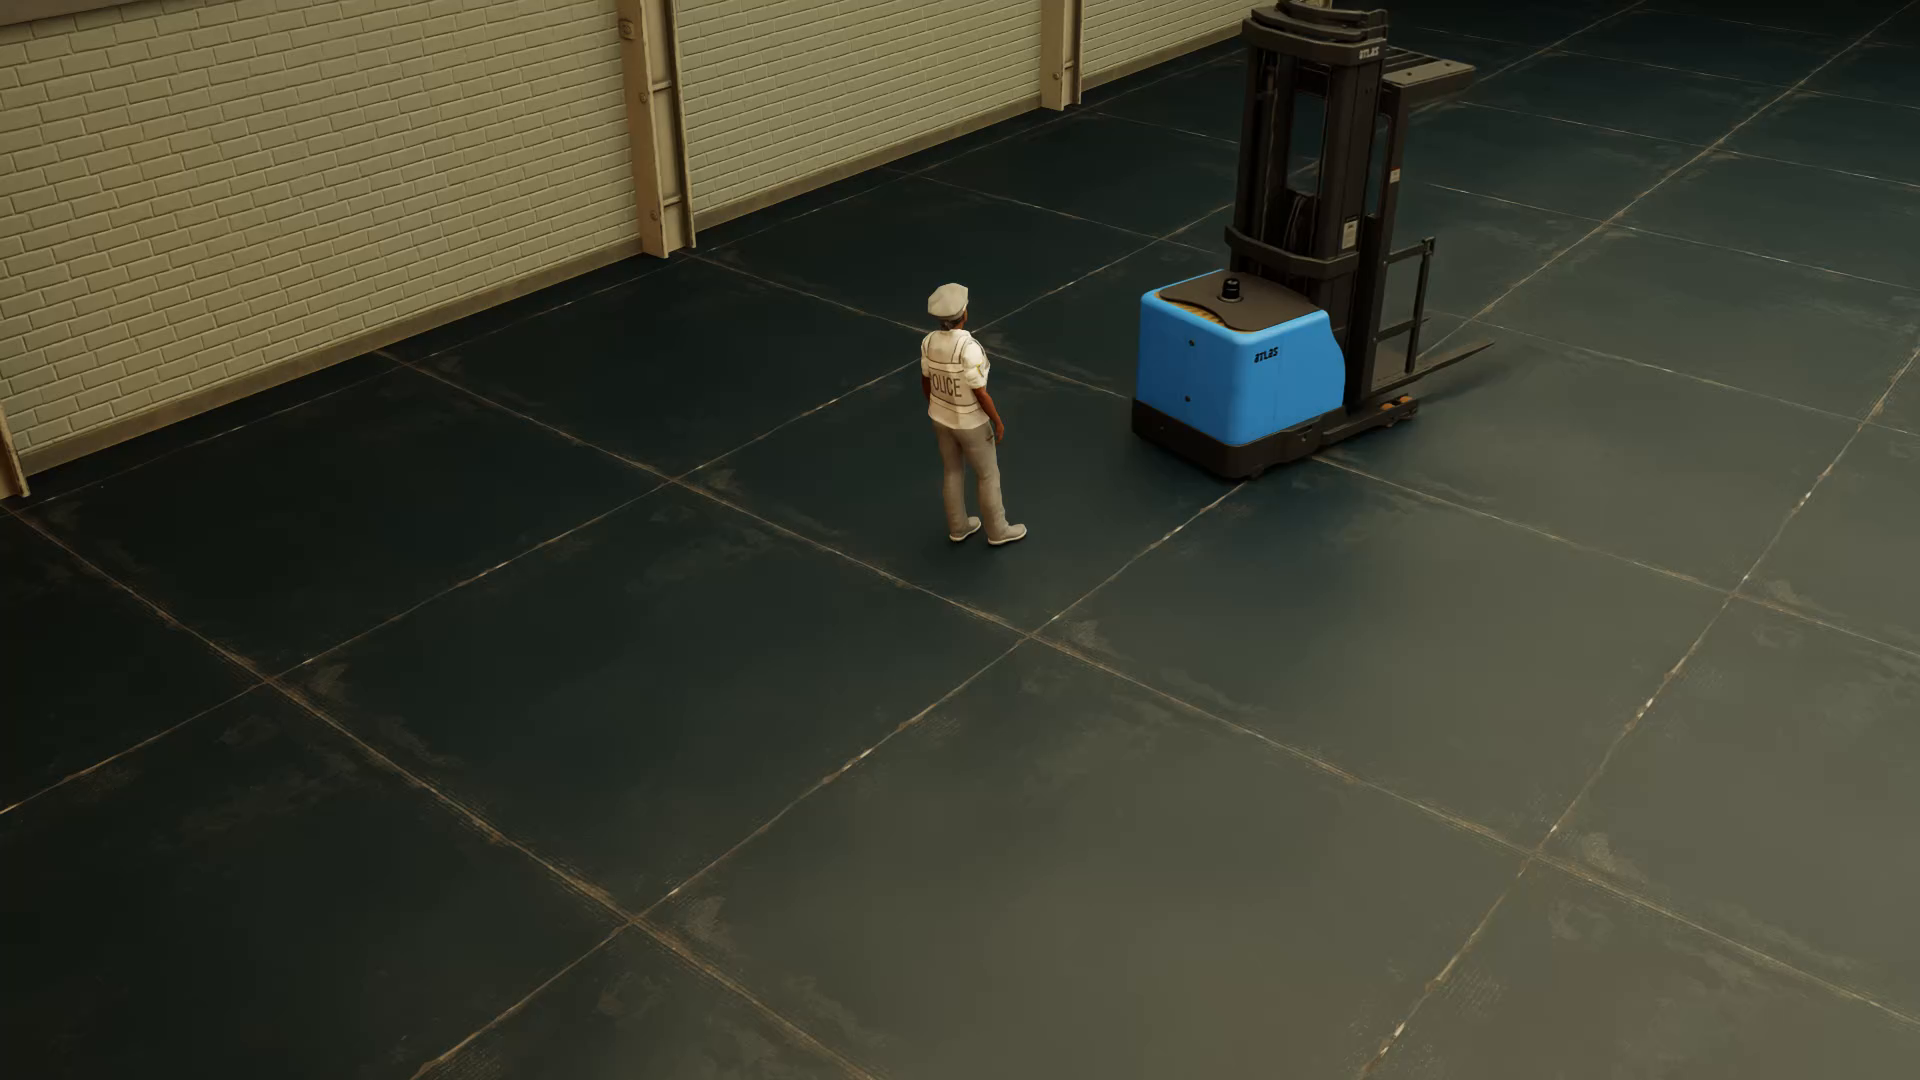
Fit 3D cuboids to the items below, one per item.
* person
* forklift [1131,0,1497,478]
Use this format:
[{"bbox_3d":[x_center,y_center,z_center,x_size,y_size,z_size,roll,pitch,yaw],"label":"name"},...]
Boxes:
[{"bbox_3d":[0.063,-0.761,10.108,0.569,1.695,0.530,22,37,33],"label":"person"},{"bbox_3d":[2.685,-2.265,11.471,3.031,2.935,1.130,-21,36,-32],"label":"forklift"}]
